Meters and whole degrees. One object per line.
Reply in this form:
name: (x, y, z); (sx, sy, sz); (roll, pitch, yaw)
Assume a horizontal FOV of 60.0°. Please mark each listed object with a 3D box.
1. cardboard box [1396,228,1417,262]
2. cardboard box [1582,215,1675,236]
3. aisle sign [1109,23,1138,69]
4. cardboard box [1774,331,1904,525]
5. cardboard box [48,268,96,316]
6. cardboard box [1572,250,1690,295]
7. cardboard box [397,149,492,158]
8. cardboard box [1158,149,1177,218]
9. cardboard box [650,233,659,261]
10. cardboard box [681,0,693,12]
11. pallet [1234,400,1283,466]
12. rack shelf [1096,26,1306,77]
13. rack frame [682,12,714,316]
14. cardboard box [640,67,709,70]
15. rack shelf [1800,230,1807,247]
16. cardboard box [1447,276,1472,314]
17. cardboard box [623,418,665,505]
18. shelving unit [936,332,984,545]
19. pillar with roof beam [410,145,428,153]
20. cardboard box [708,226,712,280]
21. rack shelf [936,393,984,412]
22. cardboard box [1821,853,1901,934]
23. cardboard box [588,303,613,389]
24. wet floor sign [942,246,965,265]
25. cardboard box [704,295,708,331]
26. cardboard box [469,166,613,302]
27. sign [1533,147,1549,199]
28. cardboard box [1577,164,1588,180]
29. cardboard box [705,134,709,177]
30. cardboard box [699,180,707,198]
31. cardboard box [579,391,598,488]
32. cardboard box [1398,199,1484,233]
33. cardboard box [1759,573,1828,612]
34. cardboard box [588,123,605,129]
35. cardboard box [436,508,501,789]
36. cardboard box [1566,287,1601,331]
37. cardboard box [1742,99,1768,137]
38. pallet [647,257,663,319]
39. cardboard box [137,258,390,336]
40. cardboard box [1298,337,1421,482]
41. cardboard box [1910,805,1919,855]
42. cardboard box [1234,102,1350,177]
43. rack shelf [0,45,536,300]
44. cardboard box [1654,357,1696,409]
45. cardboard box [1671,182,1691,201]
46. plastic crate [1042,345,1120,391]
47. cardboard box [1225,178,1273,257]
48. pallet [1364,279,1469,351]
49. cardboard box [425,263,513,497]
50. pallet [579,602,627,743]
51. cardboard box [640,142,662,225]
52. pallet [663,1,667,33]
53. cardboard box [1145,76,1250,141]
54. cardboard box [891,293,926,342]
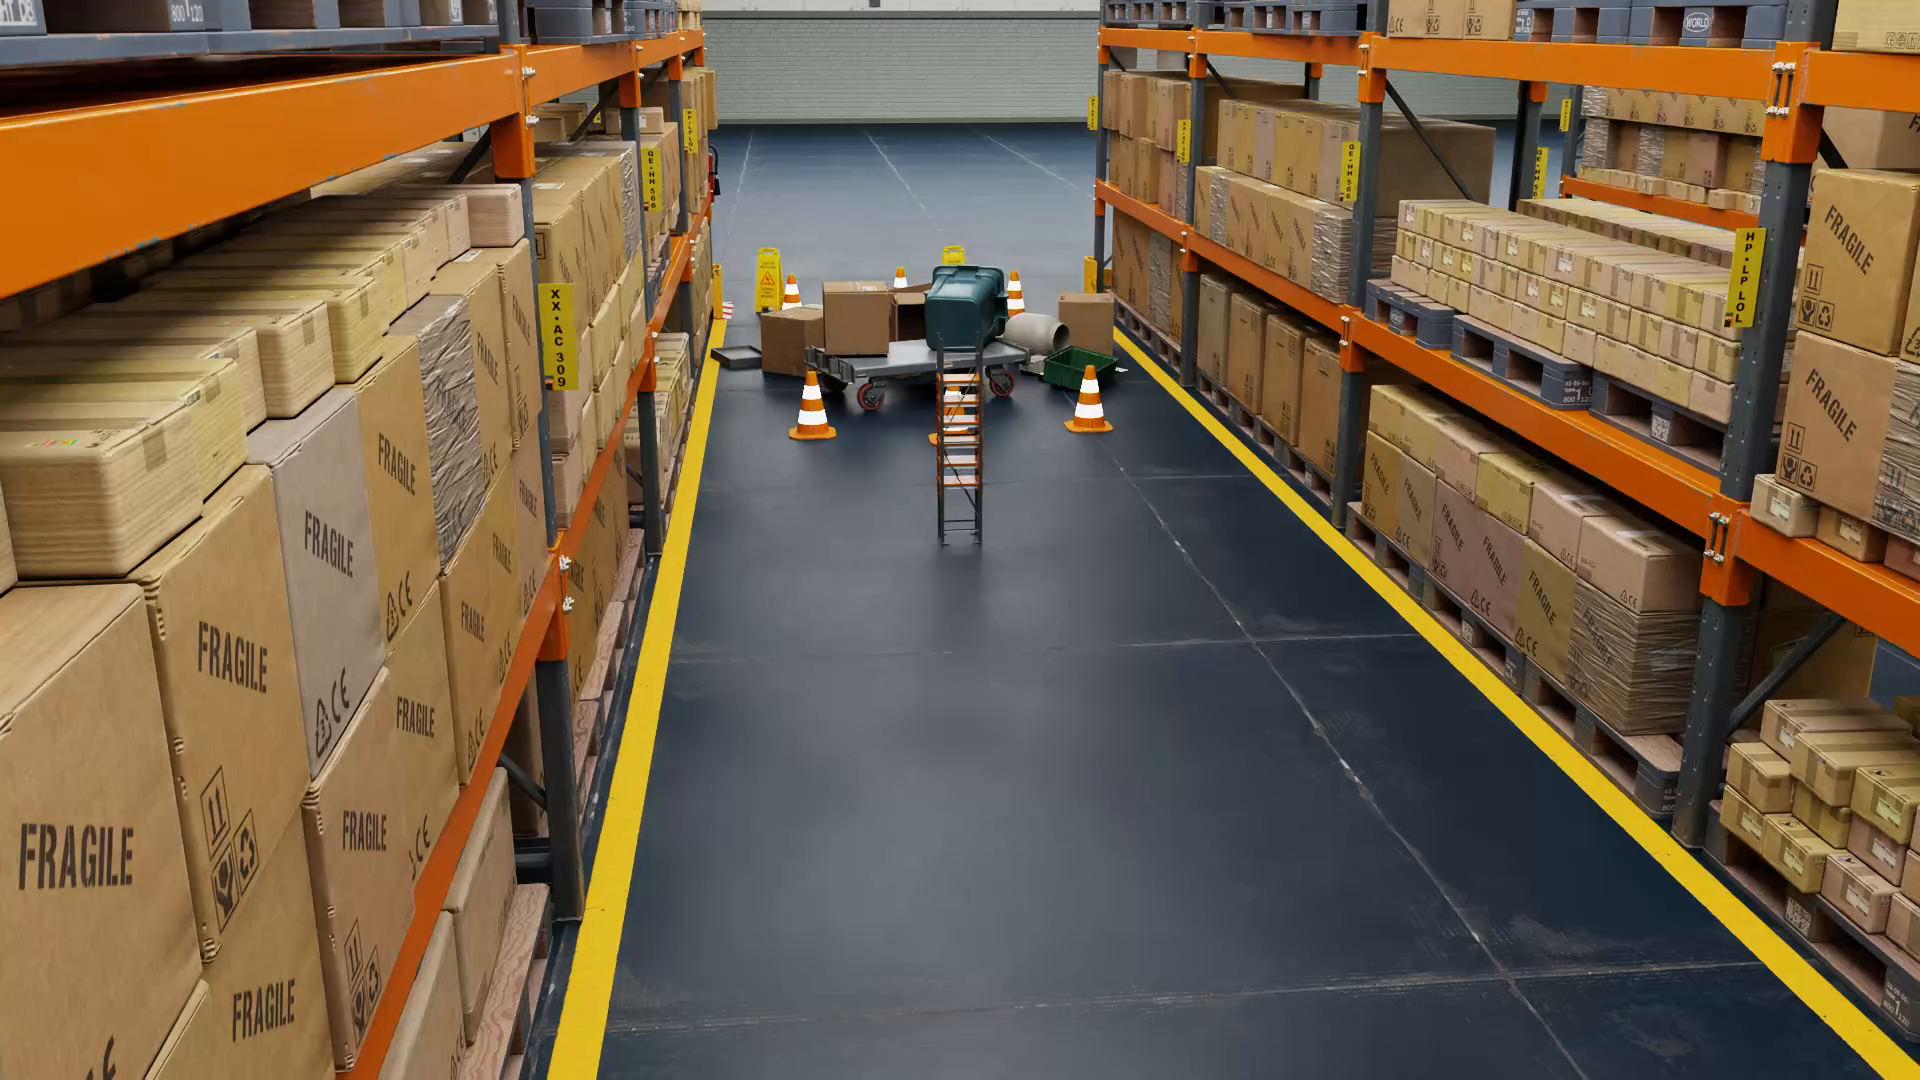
cardboard box: (2.579, -1.594, 8.969); (0.380, 0.149, 0.250); (-1, 17, -3)
cardboard box: (3.318, -1.522, 8.242); (0.380, 0.149, 0.250); (-1, 17, -4)
aisle sign: (1.598, -5.158, 16.757); (0.394, 0.787, 0.004); (-2, 18, -6)
cardboard box: (2.942, -0.364, 5.167); (0.500, 0.500, 0.500); (-2, 18, -7)
cardboard box: (-1.859, -0.425, 3.104); (0.380, 0.149, 0.250); (-2, 18, -5)
cardboard box: (2.804, -1.117, 6.951); (0.380, 0.149, 0.250); (-2, 18, -7)
cardboard box: (-2.316, -1.562, 7.807); (0.500, 0.500, 0.500); (-2, 18, -5)
cardboard box: (2.187, -3.058, 14.159); (0.875, 0.550, 0.550); (-2, 18, -6)
cardboard box: (-2.019, -1.773, 10.034); (0.380, 0.149, 0.250); (-2, 18, -5)
cardboard box: (-2.471, -4.475, 13.668); (0.500, 0.250, 0.500); (-2, 18, -5)
pallet: (2.600, -0.791, 11.845); (1.003, 0.211, 1.213); (-2, 18, -6)
rack shelf: (2.110, -4.397, 14.869); (1.077, 0.370, 4.000); (-2, 18, -6)
rack frame: (-3.009, -3.722, 16.526); (1.000, 3.000, 0.127); (-2, 18, -6)
cardboard box: (-2.739, -4.244, 15.853); (0.700, 0.500, 0.500); (-2, 18, -7)
rack shelf: (7.467, -1.898, 11.915); (1.077, 0.370, 4.000); (-2, 18, -6)
cardboard box: (2.660, -1.222, 8.280); (0.380, 0.149, 0.250); (-1, 17, -3)
cardboard box: (-2.232, -0.454, 9.802); (0.950, 0.372, 0.625); (-3, 18, -9)
shelving unit: (-0.002, -0.577, 9.511); (0.258, 1.200, 0.189); (-2, 18, -6)
pillar with roof beam: (-6.345, -11.691, 31.891); (9.100, 9.000, 0.400); (-2, 18, -6)
cardboard box: (-2.667, -2.738, 16.028); (0.500, 0.500, 0.500); (-2, 18, -5)
rack shelf: (-0.002, -0.763, 9.453); (0.258, 0.103, 0.180); (-2, 18, -6)
cardboard box: (2.964, 1.100, 5.224); (0.380, 0.149, 0.250); (-2, 18, -6)
cardboard box: (-1.644, -0.760, 6.504); (0.500, 0.250, 0.500); (-2, 17, -5)
wet floor sign: (-0.068, -2.730, 17.294); (0.267, 0.644, 0.232); (-5, 18, -15)
cardboard box: (-2.553, -2.068, 15.146); (0.500, 0.250, 0.500); (-2, 18, -8)
cardboard box: (-1.720, -1.266, 6.865); (0.500, 0.500, 0.500); (-2, 18, -7)
sign: (3.268, -2.056, 9.418); (0.100, 0.325, 0.005); (-2, 18, -6)
cardboard box: (6.640, -3.816, 17.245); (0.380, 0.149, 0.250); (-2, 18, -6)
cardboard box: (-2.679, -3.759, 15.978); (0.500, 0.500, 0.500); (-2, 18, -7)
cardboard box: (-2.560, -3.273, 15.513); (0.380, 0.149, 0.250); (-1, 17, -5)
cardboard box: (-1.609, -0.369, 6.095); (0.500, 0.250, 0.500); (-2, 18, -7)
cardboard box: (2.585, -1.741, 8.941); (0.380, 0.149, 0.250); (-2, 18, -6)
cardboard box: (3.328, 0.076, 6.647); (0.500, 0.250, 0.500); (-3, 18, -8)
cardboard box: (-2.834, -2.772, 12.134); (0.500, 0.500, 0.500); (-1, 17, -4)
cardboard box: (-1.344, 0.238, 3.744); (0.500, 0.500, 0.500); (-2, 18, -6)
cardboard box: (2.795, -0.976, 7.001); (0.380, 0.149, 0.250); (-3, 18, -8)
cardboard box: (6.940, -3.629, 13.896); (0.500, 0.500, 0.500); (-2, 18, -6)
pallet: (-2.364, -1.456, 9.628); (1.213, 0.211, 1.003); (-2, 18, -6)
cardboard box: (-1.314, -0.444, 3.164); (0.380, 0.149, 0.250); (-2, 18, -6)
cardboard box: (2.756, -0.833, 10.378); (1.050, 0.750, 0.750); (-2, 18, -6)
cardboard box: (3.065, 0.890, 4.901); (0.380, 0.149, 0.250); (-2, 18, -7)
cardboard box: (2.429, -2.937, 12.190); (0.700, 0.500, 0.500); (-2, 18, -7)
rack shelf: (-1.565, -0.639, 2.898); (1.077, 0.370, 4.000); (-2, 18, -6)
cardboard box: (2.876, -0.600, 6.299); (0.380, 0.149, 0.250); (-2, 18, -5)
cardboard box: (6.806, -3.219, 15.343); (0.380, 0.149, 0.250); (-2, 18, -6)
plastic crate: (0.996, -1.411, 13.761); (0.450, 0.188, 0.662); (18, 23, 19)
cardboard box: (2.205, -2.297, 11.818); (0.500, 0.500, 0.500); (-2, 18, -6)
pallet: (2.909, -1.221, 8.880); (1.213, 0.211, 1.003); (-2, 18, -6)
cardboard box: (-1.404, -0.388, 4.070); (0.500, 0.500, 0.500); (-2, 18, -6)
pallet: (-2.055, 0.591, 7.441); (1.003, 0.211, 1.213); (-2, 18, -6)
cardboard box: (-2.123, -2.183, 10.258); (0.500, 0.500, 0.500); (-1, 17, -5)
pallet: (-2.529, -3.376, 10.728); (1.213, 0.211, 1.003); (-2, 18, -6)
cardboard box: (2.159, -3.894, 15.021); (0.875, 0.550, 0.500); (-2, 18, -6)
cardboard box: (-0.205, -1.873, 14.575); (0.797, 0.637, 0.503); (-2, 18, -6)
